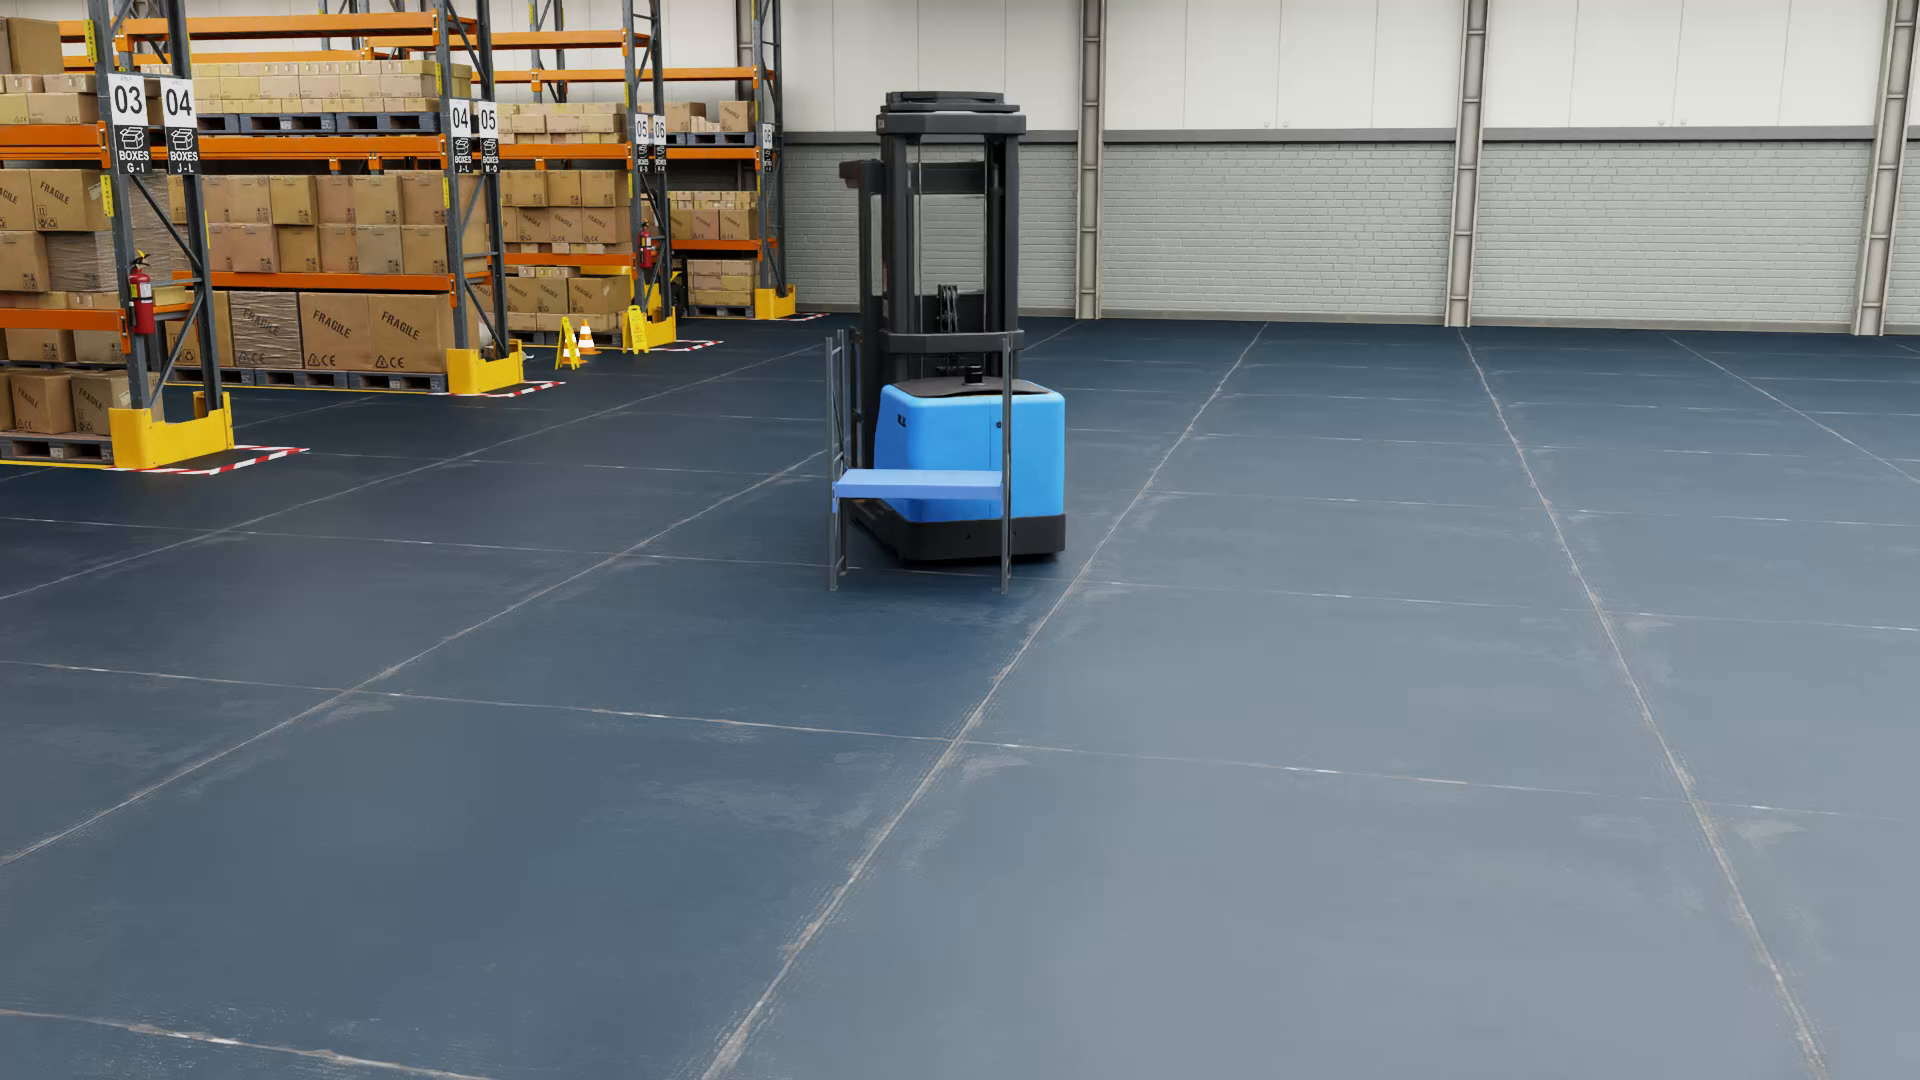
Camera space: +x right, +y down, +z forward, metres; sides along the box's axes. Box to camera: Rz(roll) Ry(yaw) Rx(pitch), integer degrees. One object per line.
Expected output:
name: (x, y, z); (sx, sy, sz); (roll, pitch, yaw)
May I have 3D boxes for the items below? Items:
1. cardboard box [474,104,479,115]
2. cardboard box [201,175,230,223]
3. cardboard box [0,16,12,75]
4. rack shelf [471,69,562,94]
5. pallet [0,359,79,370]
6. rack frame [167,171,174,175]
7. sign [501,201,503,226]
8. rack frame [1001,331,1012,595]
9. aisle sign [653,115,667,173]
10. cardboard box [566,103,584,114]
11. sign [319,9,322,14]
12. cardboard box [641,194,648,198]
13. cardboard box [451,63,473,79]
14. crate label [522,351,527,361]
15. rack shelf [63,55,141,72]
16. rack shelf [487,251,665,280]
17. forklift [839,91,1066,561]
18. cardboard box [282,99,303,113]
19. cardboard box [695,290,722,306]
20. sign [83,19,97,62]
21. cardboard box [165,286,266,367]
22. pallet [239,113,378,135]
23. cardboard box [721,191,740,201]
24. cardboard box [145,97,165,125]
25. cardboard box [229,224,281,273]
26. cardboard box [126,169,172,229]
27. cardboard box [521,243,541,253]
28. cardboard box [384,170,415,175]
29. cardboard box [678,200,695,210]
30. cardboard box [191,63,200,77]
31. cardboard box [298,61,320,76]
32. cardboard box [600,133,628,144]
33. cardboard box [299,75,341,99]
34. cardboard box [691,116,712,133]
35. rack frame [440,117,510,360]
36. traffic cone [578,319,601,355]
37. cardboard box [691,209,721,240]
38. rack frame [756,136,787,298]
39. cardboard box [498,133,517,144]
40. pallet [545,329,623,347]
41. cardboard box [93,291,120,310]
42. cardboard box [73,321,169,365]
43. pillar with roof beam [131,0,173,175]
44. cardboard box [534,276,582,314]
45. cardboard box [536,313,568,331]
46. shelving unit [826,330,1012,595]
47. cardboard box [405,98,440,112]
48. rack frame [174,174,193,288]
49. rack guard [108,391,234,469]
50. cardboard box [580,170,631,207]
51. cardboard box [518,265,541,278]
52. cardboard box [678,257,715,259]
cardboard box: (-6.755, -6.063, 23.450); (0.250, 0.149, 0.380); (3, 13, 13)
cardboard box: (-8.436, -3.997, 19.484); (0.550, 0.550, 0.875); (3, 13, 14)
cardboard box: (-8.316, -4.111, 13.842); (0.500, 0.500, 0.500); (3, 13, 14)
rack shelf: (-9.016, -8.003, 29.115); (4.000, 0.370, 1.077); (3, 13, 14)
pallet: (-11.303, -2.153, 20.449); (1.213, 0.211, 1.003); (3, 13, 14)
rack frame: (-14.841, -5.932, 31.047); (0.127, 3.000, 1.000); (3, 13, 14)
sign: (-5.325, -3.797, 19.241); (0.005, 0.325, 0.100); (3, 13, 14)
rack frame: (0.278, -0.462, 9.855); (0.032, 1.500, 0.500); (1, 13, 4)
aisle sign: (-4.242, -5.597, 23.532); (0.004, 0.787, 0.394); (3, 13, 14)
cardboard box: (-5.269, -5.983, 23.089); (0.250, 0.149, 0.380); (3, 13, 13)
sign: (-11.078, -9.034, 28.835); (0.005, 0.325, 0.100); (3, 13, 14)
cardboard box: (-5.320, -5.890, 28.439); (0.250, 0.149, 0.380); (3, 13, 14)
cardboard box: (-5.712, -5.288, 18.758); (0.250, 0.149, 0.380); (3, 13, 14)
crate label: (-5.817, -2.396, 21.716); (0.298, 0.136, 0.250); (-4, 13, -16)
rack shelf: (-14.085, -7.167, 25.345); (4.000, 0.370, 1.077); (3, 13, 14)
rack shelf: (-6.318, -4.018, 24.080); (4.000, 0.370, 1.077); (3, 13, 14)
forklift: (-0.210, -1.573, 11.558); (1.130, 2.935, 3.031); (-3, 13, -15)
cardboard box: (-7.349, -4.840, 18.579); (0.250, 0.149, 0.380); (3, 13, 14)
cardboard box: (-4.203, -4.158, 28.428); (0.500, 0.250, 0.500); (3, 13, 14)
sign: (-6.903, -3.963, 13.199); (0.005, 0.325, 0.100); (3, 13, 14)
cardboard box: (-8.754, -2.547, 19.726); (0.875, 0.875, 0.875); (3, 13, 14)
pallet: (-7.375, -4.740, 18.951); (1.213, 0.211, 1.003); (3, 13, 14)
cardboard box: (-3.836, -5.801, 28.039); (0.250, 0.149, 0.380); (3, 13, 14)
cardboard box: (-7.156, -3.652, 14.191); (0.500, 0.250, 0.500); (3, 13, 15)
cardboard box: (-7.951, -3.407, 19.318); (0.550, 0.550, 0.875); (3, 13, 14)
cardboard box: (-7.219, -2.950, 14.377); (0.500, 0.500, 0.500); (3, 13, 14)
cardboard box: (-6.049, -4.169, 23.679); (0.250, 0.149, 0.380); (3, 13, 13)
cardboard box: (-7.885, -5.087, 24.010); (0.500, 0.500, 0.700); (3, 13, 13)
cardboard box: (-4.595, -5.687, 28.211); (0.250, 0.149, 0.380); (3, 13, 12)
cardboard box: (-8.582, -5.295, 18.789); (0.250, 0.149, 0.380); (3, 13, 13)
cardboard box: (-7.107, -5.216, 18.434); (0.250, 0.149, 0.380); (3, 13, 13)
cardboard box: (-4.790, -5.567, 23.055); (0.250, 0.149, 0.380); (3, 13, 14)
cardboard box: (-6.979, -5.029, 18.508); (0.500, 0.250, 0.500); (3, 13, 13)
cardboard box: (-4.314, -6.954, 27.839); (0.258, 0.266, 0.396); (3, 13, 14)
rack frame: (-5.464, -3.219, 18.819); (0.127, 3.000, 1.000); (3, 13, 14)
traffic cone: (-5.103, -2.778, 22.687); (0.334, 0.463, 0.336); (3, 13, 14)
cardboard box: (-4.233, -5.358, 28.226); (0.500, 0.500, 0.500); (3, 13, 15)
rack frame: (-3.191, -5.310, 28.240); (0.127, 3.000, 1.000); (3, 13, 14)
cardboard box: (-6.292, -5.637, 23.372); (0.250, 0.149, 0.380); (3, 13, 13)
pallet: (-5.230, -2.958, 24.078); (1.213, 0.211, 1.003); (3, 13, 14)
cardboard box: (-7.077, -2.030, 14.040); (0.250, 0.149, 0.380); (3, 13, 14)
cardboard box: (-9.972, -2.547, 20.013); (0.750, 0.750, 1.050); (3, 13, 13)
pillar with roof beam: (-16.333, -8.181, 27.334); (0.400, 9.000, 9.100); (3, 13, 14)
cardboard box: (-5.724, -3.507, 23.765); (0.500, 0.500, 0.500); (4, 13, 16)
cardboard box: (-5.727, -3.142, 23.850); (0.500, 0.250, 0.500); (3, 13, 14)
shelving unit: (-0.229, -0.471, 9.893); (1.048, 1.500, 0.538); (1, 13, 4)
cardboard box: (-5.868, -4.761, 18.222); (0.250, 0.149, 0.380); (3, 13, 13)
rack frame: (-12.143, -4.681, 25.406); (0.127, 3.000, 1.000); (3, 13, 14)
rack guard: (-6.824, -0.965, 14.430); (0.348, 0.500, 1.175); (3, 13, 14)
cardboard box: (-4.925, -4.928, 23.296); (0.500, 0.500, 0.700); (3, 13, 12)
cardboard box: (-6.088, -3.830, 23.723); (0.250, 0.149, 0.380); (4, 13, 16)
cardboard box: (-4.581, -4.778, 28.916); (0.500, 0.250, 0.500); (3, 13, 13)
